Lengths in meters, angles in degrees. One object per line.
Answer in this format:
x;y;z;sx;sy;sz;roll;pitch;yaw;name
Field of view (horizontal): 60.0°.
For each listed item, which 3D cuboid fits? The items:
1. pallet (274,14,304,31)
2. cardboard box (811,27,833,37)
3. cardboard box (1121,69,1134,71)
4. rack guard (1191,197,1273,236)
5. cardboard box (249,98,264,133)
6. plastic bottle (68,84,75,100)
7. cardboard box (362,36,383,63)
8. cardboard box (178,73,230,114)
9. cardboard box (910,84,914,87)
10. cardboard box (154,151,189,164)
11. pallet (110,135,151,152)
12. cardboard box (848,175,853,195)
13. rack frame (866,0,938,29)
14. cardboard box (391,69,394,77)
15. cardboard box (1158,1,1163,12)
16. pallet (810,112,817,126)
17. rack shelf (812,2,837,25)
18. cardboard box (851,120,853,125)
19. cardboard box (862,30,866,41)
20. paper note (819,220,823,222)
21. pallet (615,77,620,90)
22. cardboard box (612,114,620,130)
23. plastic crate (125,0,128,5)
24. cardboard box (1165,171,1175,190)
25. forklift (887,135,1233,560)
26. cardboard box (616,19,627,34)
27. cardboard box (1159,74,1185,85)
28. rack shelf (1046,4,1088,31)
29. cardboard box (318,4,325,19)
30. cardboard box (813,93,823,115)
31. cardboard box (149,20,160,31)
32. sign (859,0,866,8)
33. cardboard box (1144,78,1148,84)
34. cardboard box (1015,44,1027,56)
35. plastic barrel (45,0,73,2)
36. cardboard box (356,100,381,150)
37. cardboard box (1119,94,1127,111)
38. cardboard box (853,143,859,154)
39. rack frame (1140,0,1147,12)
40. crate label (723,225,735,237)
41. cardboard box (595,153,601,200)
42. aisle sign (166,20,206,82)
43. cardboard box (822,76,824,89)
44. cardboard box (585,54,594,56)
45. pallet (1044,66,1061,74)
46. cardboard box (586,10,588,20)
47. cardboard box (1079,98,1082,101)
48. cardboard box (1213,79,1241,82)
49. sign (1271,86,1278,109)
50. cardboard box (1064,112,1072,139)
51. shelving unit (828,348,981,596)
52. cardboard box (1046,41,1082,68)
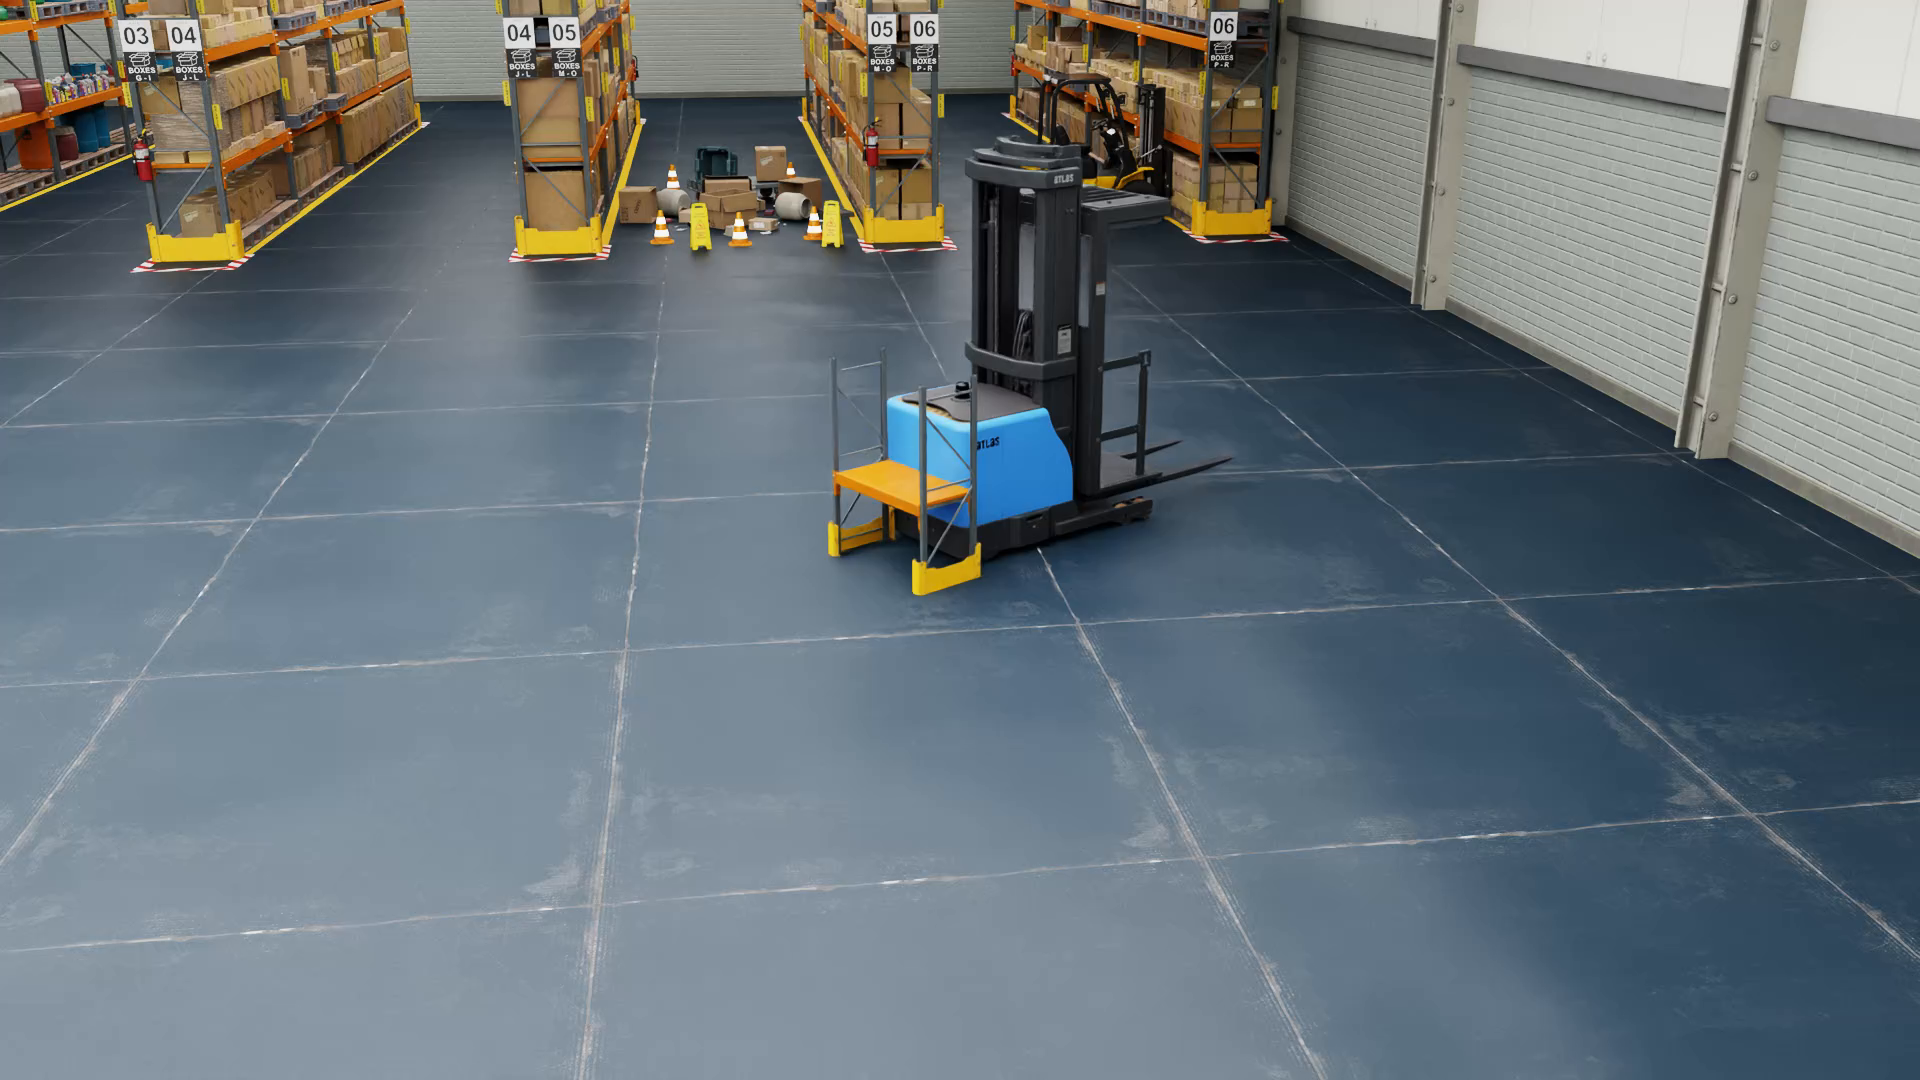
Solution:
-11.185;-8.232;26.452;1.213;0.211;1.003;-3;21;-8;pallet
-2.889;-10.630;35.319;0.500;0.500;0.500;-3;21;-8;cardboard box
3.064;-8.259;29.473;0.380;0.149;0.250;-3;21;-9;cardboard box
4.097;-4.883;25.076;1.175;0.500;0.348;-3;21;-8;rack guard
-10.989;-6.380;24.944;0.875;0.500;0.500;-3;21;-8;cardboard box
-16.543;-8.345;30.939;0.061;0.283;0.133;-3;21;-8;plastic bottle
-12.170;-10.065;34.095;0.500;0.500;0.500;-3;21;-8;cardboard box
-10.434;-6.170;22.952;0.500;0.500;0.500;-3;21;-8;cardboard box
-1.004;-7.063;26.771;0.500;0.500;0.500;-2;21;-6;cardboard box
-10.870;-5.282;22.930;0.380;0.149;0.250;-3;21;-8;cardboard box
-17.400;-8.162;34.269;1.003;0.211;1.213;-3;21;-8;pallet
-1.577;-5.887;27.520;0.500;0.250;0.500;-4;21;-10;cardboard box
-0.818;-8.621;22.938;1.000;3.000;0.127;-3;21;-8;rack frame
-12.255;-9.916;35.338;0.380;0.149;0.250;-3;21;-7;cardboard box
3.392;-8.542;26.628;0.380;0.149;0.250;-2;21;-6;cardboard box
-2.932;-9.771;38.577;1.003;0.211;1.213;-3;21;-8;pallet
-2.260;-10.342;32.859;1.077;0.370;4.000;-3;21;-8;rack shelf
-1.579;-6.868;27.177;0.380;0.149;0.250;-2;21;-6;cardboard box
-1.215;-7.292;24.026;0.380;0.149;0.250;-3;21;-7;cardboard box
-2.216;-5.024;26.125;0.142;0.019;0.148;-11;23;-26;paper note
-7.181;-8.890;32.505;1.003;0.211;1.213;-3;21;-8;pallet
-6.715;-7.924;31.546;0.500;0.250;0.500;-4;21;-10;cardboard box
-17.163;-11.004;33.791;0.497;0.269;0.590;-3;21;-8;plastic crate
3.557;-5.710;26.333;0.500;0.250;0.500;-3;21;-9;cardboard box
0.897;-1.623;12.873;3.031;2.935;1.130;-15;25;-35;forklift
-7.387;-10.859;35.506;0.500;0.500;0.500;-3;21;-7;cardboard box
3.441;-7.456;26.896;0.380;0.149;0.250;-3;21;-9;cardboard box
2.652;-10.593;33.532;1.077;0.370;4.000;-3;21;-8;rack shelf
-11.467;-9.264;29.159;0.500;0.250;0.500;-3;21;-8;cardboard box
-2.930;-10.124;38.596;0.875;0.438;0.875;-4;21;-10;cardboard box
-10.973;-6.913;22.296;0.380;0.149;0.250;-3;21;-8;cardboard box
-1.370;-7.610;23.251;0.100;0.325;0.005;-3;21;-8;sign
3.302;-7.675;27.907;0.380;0.149;0.250;-3;21;-9;cardboard box
1.586;-11.501;39.011;0.500;0.250;0.500;-3;21;-7;cardboard box
-16.858;-10.470;30.857;0.600;0.901;0.708;-3;21;-8;plastic barrel
-12.113;-8.137;32.653;1.225;0.875;0.875;-4;21;-10;cardboard box
3.107;-7.712;29.293;0.500;0.250;0.500;-3;21;-8;cardboard box
-1.501;-6.225;26.426;0.380;0.149;0.250;-2;21;-5;cardboard box
3.517;-10.258;27.320;1.000;3.000;0.127;-3;21;-8;rack frame
-3.381;-4.649;24.968;0.250;0.136;0.298;-15;25;-35;crate label
-6.257;-5.891;26.639;0.875;0.875;0.875;-3;21;-7;cardboard box
-10.319;-6.523;22.178;0.394;0.787;0.004;-3;21;-8;aisle sign
-2.447;-9.024;32.804;0.500;0.250;0.500;-3;21;-8;cardboard box
-6.504;-7.951;28.146;0.700;0.500;0.500;-3;21;-7;cardboard box
2.371;-9.845;35.063;1.003;0.211;1.213;-3;21;-8;pallet
-5.616;-7.629;24.185;0.380;0.149;0.250;-3;21;-8;cardboard box
2.745;-9.343;35.490;0.380;0.149;0.250;-3;21;-8;cardboard box
4.176;-7.135;26.037;0.380;0.149;0.250;-3;21;-9;cardboard box
4.643;-6.531;24.565;0.100;0.325;0.005;-3;21;-8;sign
2.433;-8.528;34.233;0.500;0.500;0.500;-4;21;-10;cardboard box
-0.415;-0.516;11.954;0.587;1.500;1.083;-17;26;-37;shelving unit
2.212;-10.282;35.216;0.700;0.500;0.500;-2;21;-6;cardboard box
